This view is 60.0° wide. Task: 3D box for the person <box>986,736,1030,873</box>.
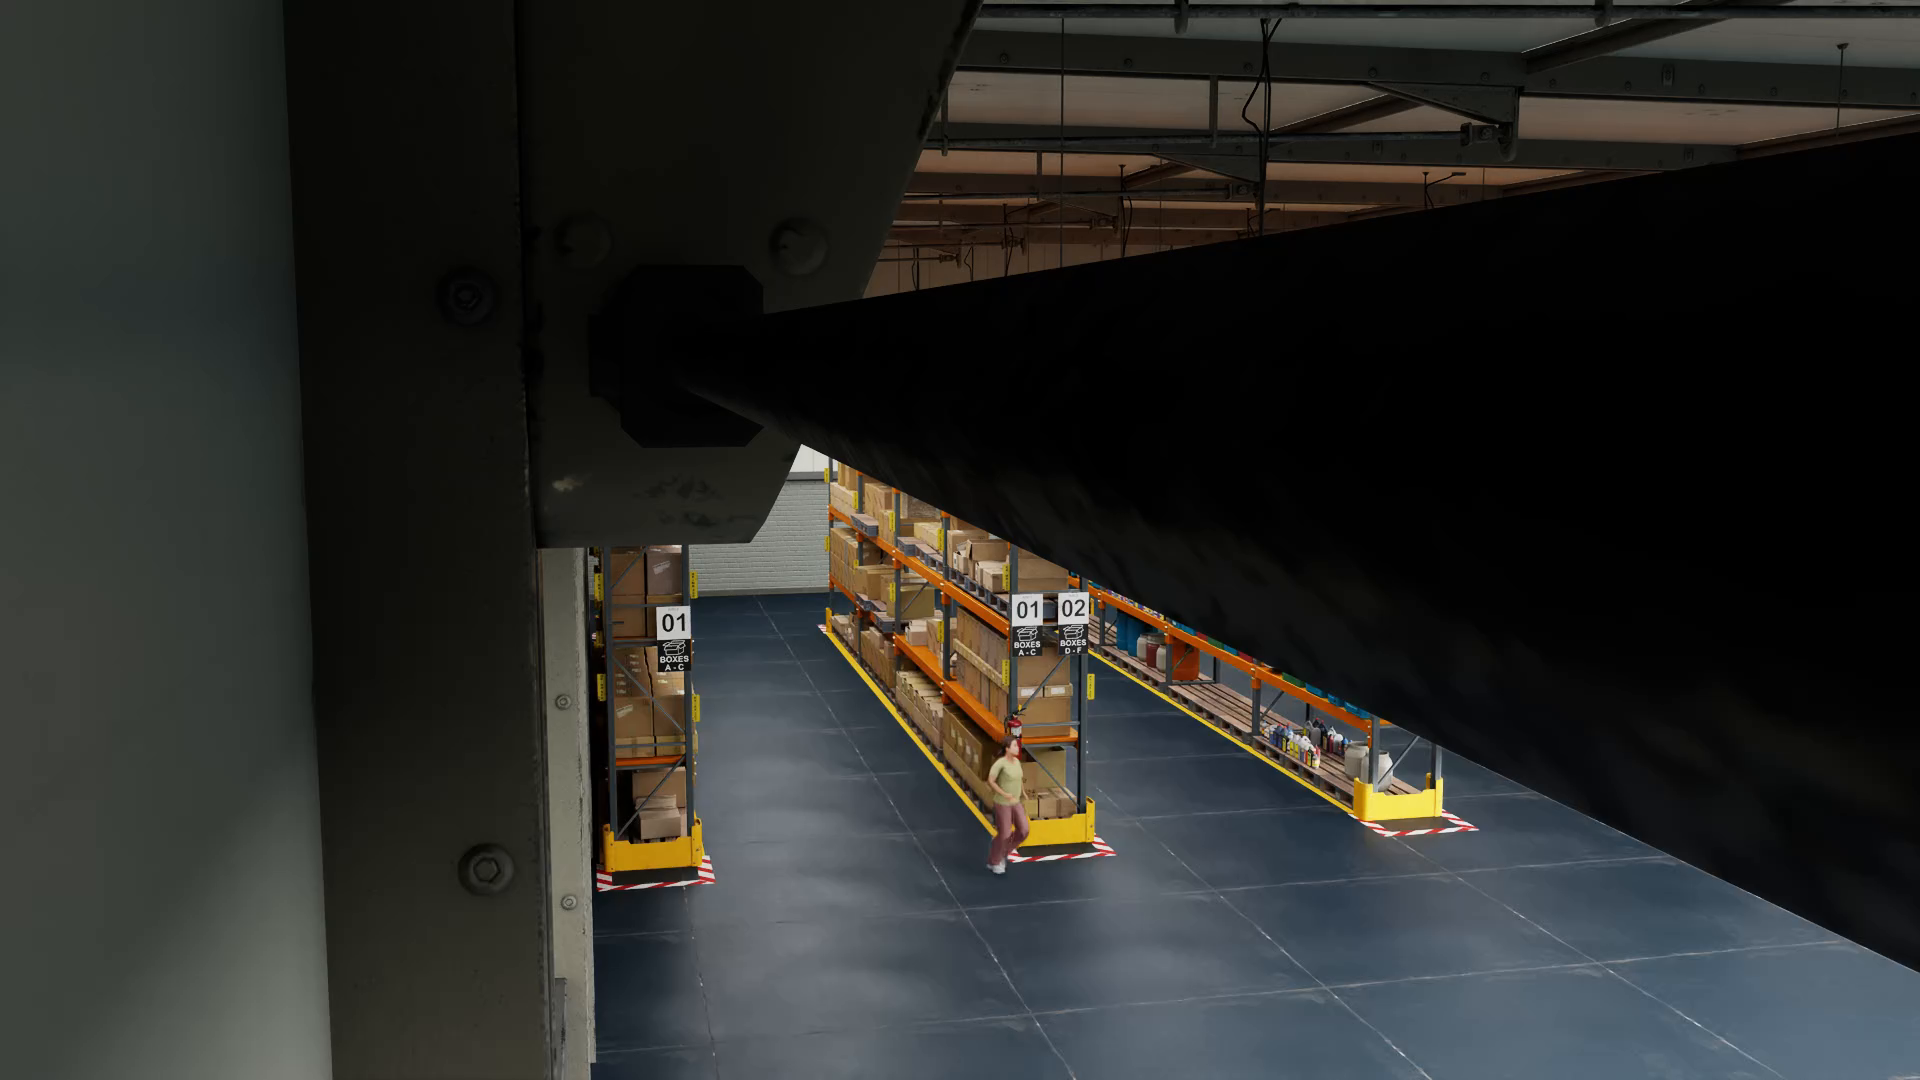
[{"bbox_3d":[0.619,3.164,19.927,0.510,1.631,0.648,6,9,43],"label":"person"}]
